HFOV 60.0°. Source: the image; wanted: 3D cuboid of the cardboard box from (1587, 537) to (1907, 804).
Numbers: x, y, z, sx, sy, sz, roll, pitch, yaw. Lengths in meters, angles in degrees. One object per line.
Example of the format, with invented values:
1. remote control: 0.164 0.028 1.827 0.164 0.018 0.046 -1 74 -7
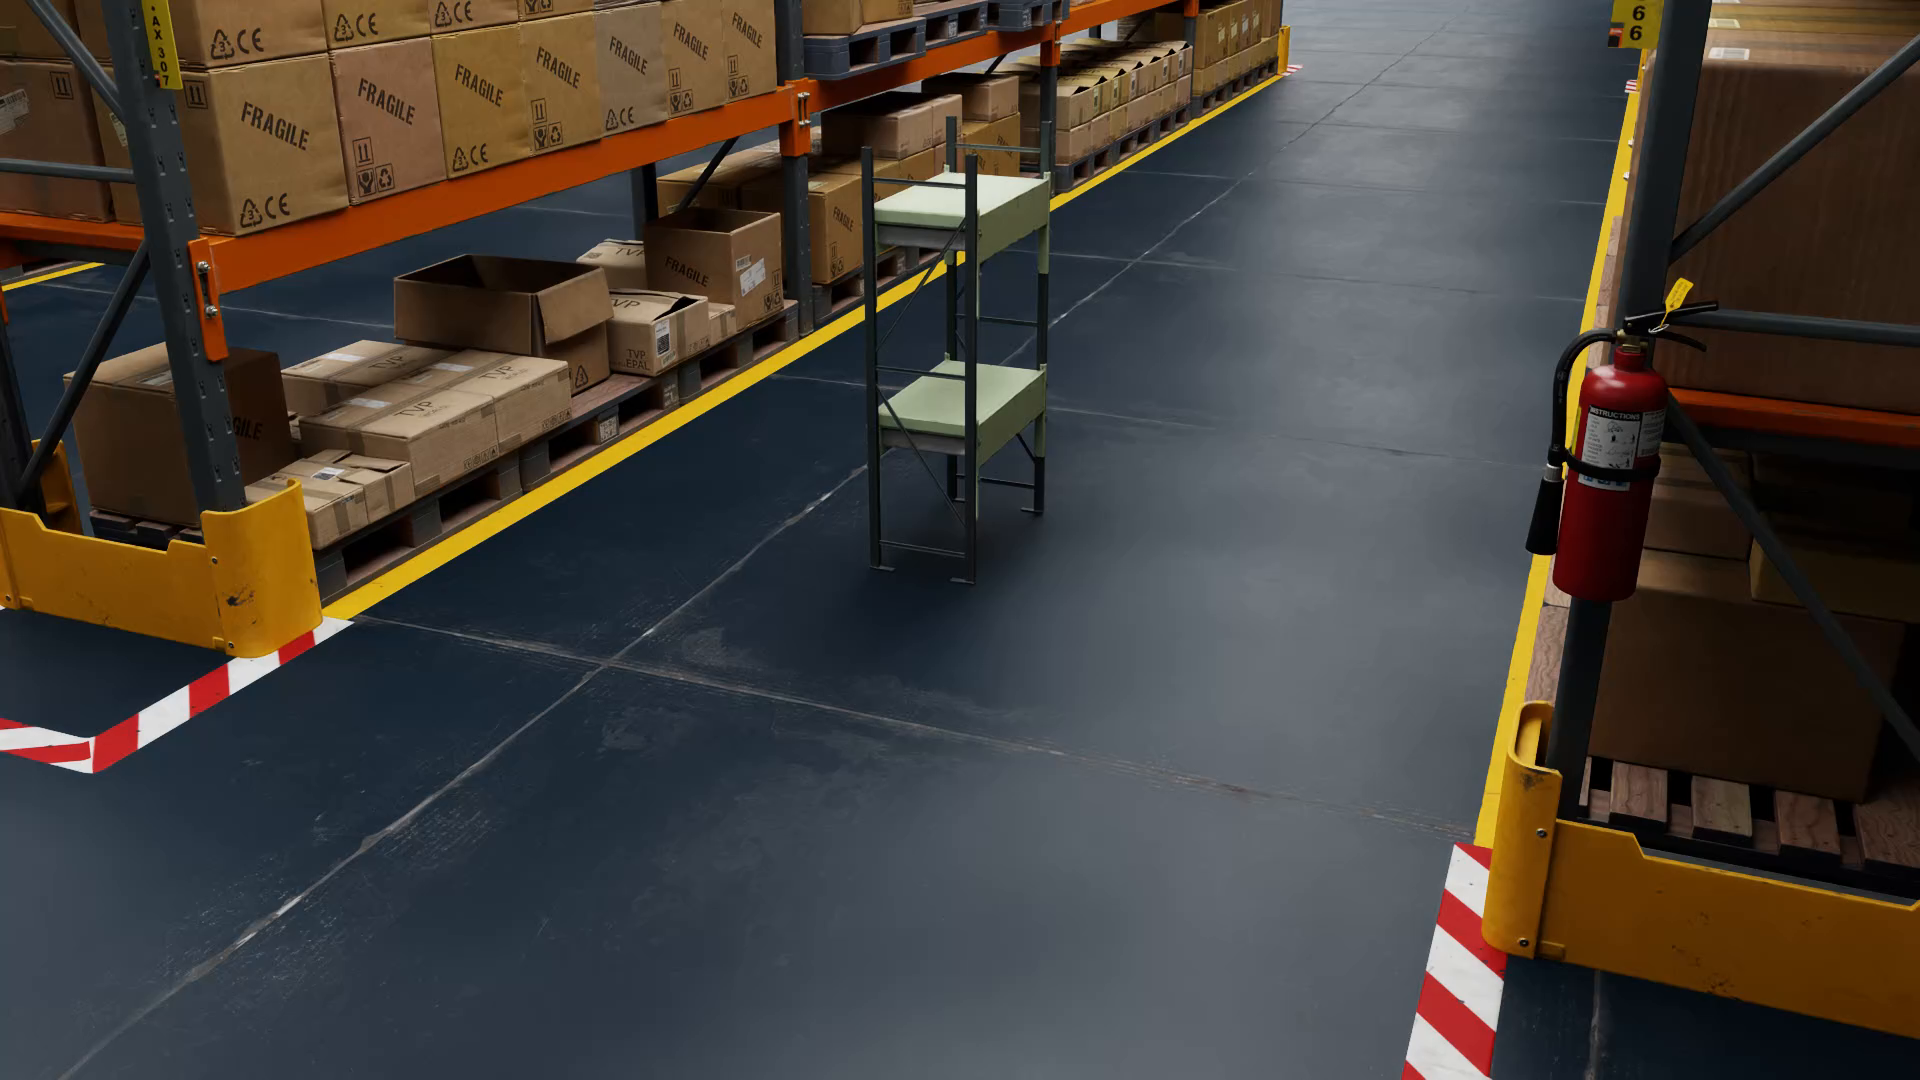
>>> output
1. cardboard box: 2.012 0.289 4.364 0.700 0.500 0.500 9 24 20

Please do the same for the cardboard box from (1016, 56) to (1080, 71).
1. cardboard box: 0.747 -3.929 14.059 0.500 0.311 0.500 9 24 22

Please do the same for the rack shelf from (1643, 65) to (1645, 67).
1. rack shelf: 5.559 -3.652 12.035 1.077 0.370 4.000 9 24 20

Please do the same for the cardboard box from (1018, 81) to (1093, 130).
1. cardboard box: 0.683 -3.305 12.567 0.500 0.311 0.500 10 25 22

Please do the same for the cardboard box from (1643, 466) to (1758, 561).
1. cardboard box: 1.890 -0.082 4.412 0.380 0.149 0.250 8 24 19

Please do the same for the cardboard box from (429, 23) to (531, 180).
1. cardboard box: -1.970 -1.645 6.167 0.500 0.500 0.500 9 24 20

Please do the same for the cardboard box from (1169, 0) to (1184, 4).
1. cardboard box: 2.050 -5.233 16.935 0.500 0.500 0.500 9 24 20

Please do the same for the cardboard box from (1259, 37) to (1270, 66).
1. cardboard box: 3.088 -5.349 18.187 0.500 0.250 0.500 9 24 20

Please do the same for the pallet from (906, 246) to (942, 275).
1. pallet: -0.551 -1.993 10.747 1.003 0.211 1.213 9 24 20

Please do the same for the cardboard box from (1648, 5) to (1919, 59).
1. cardboard box: 2.285 -0.990 4.339 0.980 0.700 0.700 9 24 20

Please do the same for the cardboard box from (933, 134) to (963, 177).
1. cardboard box: -0.295 -2.284 10.498 0.500 0.500 0.500 8 24 18

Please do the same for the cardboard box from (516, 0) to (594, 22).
1. cardboard box: -1.781 -2.290 6.415 0.500 0.500 0.500 9 24 20

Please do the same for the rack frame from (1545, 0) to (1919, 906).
1. rack frame: 1.845 -0.406 3.329 1.000 3.000 0.127 9 24 20

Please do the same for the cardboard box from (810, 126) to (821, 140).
1. cardboard box: -0.788 -2.349 10.655 0.500 0.500 0.500 8 24 18

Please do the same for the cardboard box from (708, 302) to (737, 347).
1. cardboard box: -1.302 -1.045 7.988 0.380 0.149 0.250 9 24 20

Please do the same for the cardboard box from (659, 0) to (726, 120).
1. cardboard box: -1.408 -2.191 7.473 0.500 0.500 0.500 9 24 22

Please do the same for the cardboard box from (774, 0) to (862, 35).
1. cardboard box: -0.886 -2.922 8.680 0.700 0.500 0.500 1 23 2

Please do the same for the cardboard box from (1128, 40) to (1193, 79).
1. cardboard box: 1.817 -4.406 15.200 0.500 0.311 0.500 9 24 20

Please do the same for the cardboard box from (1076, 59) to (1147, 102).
1. cardboard box: 1.252 -3.861 13.896 0.500 0.311 0.500 8 24 19

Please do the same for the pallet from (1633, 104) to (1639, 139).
1. pallet: 6.519 -3.659 14.735 1.003 0.211 1.213 9 24 20

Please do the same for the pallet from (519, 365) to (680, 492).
1. pallet: -1.978 -0.574 7.351 1.003 0.211 1.213 9 24 20

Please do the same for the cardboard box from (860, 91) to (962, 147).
1. cardboard box: -0.307 -2.616 10.321 0.500 0.250 0.500 8 24 19

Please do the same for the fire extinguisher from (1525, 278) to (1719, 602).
1. fire extinguisher: 1.360 -0.210 3.445 0.296 0.674 0.183 9 24 20

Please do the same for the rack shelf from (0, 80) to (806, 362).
1. rack shelf: -2.013 -1.497 6.876 1.077 0.370 4.000 9 24 20

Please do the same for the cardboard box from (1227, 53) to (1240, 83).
1. cardboard box: 2.536 -4.812 16.900 0.500 0.250 0.500 9 24 20

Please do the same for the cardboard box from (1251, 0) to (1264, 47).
1. cardboard box: 2.907 -5.516 17.613 0.500 0.500 0.500 9 24 20

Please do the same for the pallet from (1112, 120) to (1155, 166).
1. pallet: 1.012 -3.414 14.149 1.003 0.211 1.213 9 24 20

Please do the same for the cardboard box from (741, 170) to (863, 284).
1. cardboard box: -0.864 -1.733 9.179 0.500 0.500 0.500 8 24 18

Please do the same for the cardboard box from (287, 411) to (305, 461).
1. cardboard box: -2.549 -0.371 6.352 0.380 0.166 0.250 9 24 20

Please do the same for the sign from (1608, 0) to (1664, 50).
1. sign: 1.346 -1.132 3.258 0.100 0.325 0.005 9 24 20

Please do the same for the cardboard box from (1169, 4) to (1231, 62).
1. cardboard box: 2.343 -4.980 16.330 0.500 0.500 0.500 9 24 20

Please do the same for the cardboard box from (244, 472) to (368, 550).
1. cardboard box: -2.281 -0.102 5.730 0.380 0.149 0.250 9 24 20

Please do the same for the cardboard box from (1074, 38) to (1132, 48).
1. cardboard box: 1.317 -4.479 15.377 0.500 0.311 0.500 9 24 20

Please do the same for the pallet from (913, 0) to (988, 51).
1. pallet: -0.502 -3.191 10.247 1.003 0.211 1.213 9 24 20

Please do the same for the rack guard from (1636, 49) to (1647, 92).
1. rack guard: 7.760 -4.951 17.453 1.175 0.500 0.348 9 24 20

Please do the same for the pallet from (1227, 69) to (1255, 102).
1. pallet: 2.487 -4.838 17.558 1.003 0.211 1.213 9 24 20

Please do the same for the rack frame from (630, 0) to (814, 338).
1. rack frame: -1.270 -2.545 8.451 1.000 3.000 0.127 9 24 20

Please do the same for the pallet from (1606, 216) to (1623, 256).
1. pallet: 4.454 -1.710 10.071 1.003 0.211 1.213 9 24 20

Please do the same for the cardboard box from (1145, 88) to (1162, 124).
1. cardboard box: 1.437 -3.779 14.428 0.500 0.250 0.500 9 24 21

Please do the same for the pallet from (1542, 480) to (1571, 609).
1. pallet: 2.524 0.149 5.620 1.003 0.211 1.213 9 24 20

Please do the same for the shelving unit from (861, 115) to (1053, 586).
1. shelving unit: 0.002 -0.694 5.967 0.431 1.500 0.755 9 24 20

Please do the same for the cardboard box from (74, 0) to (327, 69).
1. cardboard box: -2.346 -1.742 5.102 0.500 0.500 0.500 10 25 22

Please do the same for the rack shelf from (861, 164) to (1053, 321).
1. rack shelf: 0.002 -1.055 5.816 0.431 0.370 0.720 9 24 20

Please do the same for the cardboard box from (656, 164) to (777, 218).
1. cardboard box: -1.353 -1.812 9.369 0.500 0.500 0.500 9 24 20

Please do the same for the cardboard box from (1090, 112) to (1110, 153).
1. cardboard box: 0.869 -3.227 13.106 0.500 0.250 0.500 8 24 19

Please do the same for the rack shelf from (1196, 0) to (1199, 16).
1. rack shelf: 2.444 -5.791 17.157 1.077 0.370 4.000 9 24 20

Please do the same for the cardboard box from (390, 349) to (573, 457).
1. cardboard box: -1.919 -0.560 6.694 0.500 0.250 0.500 9 24 20
